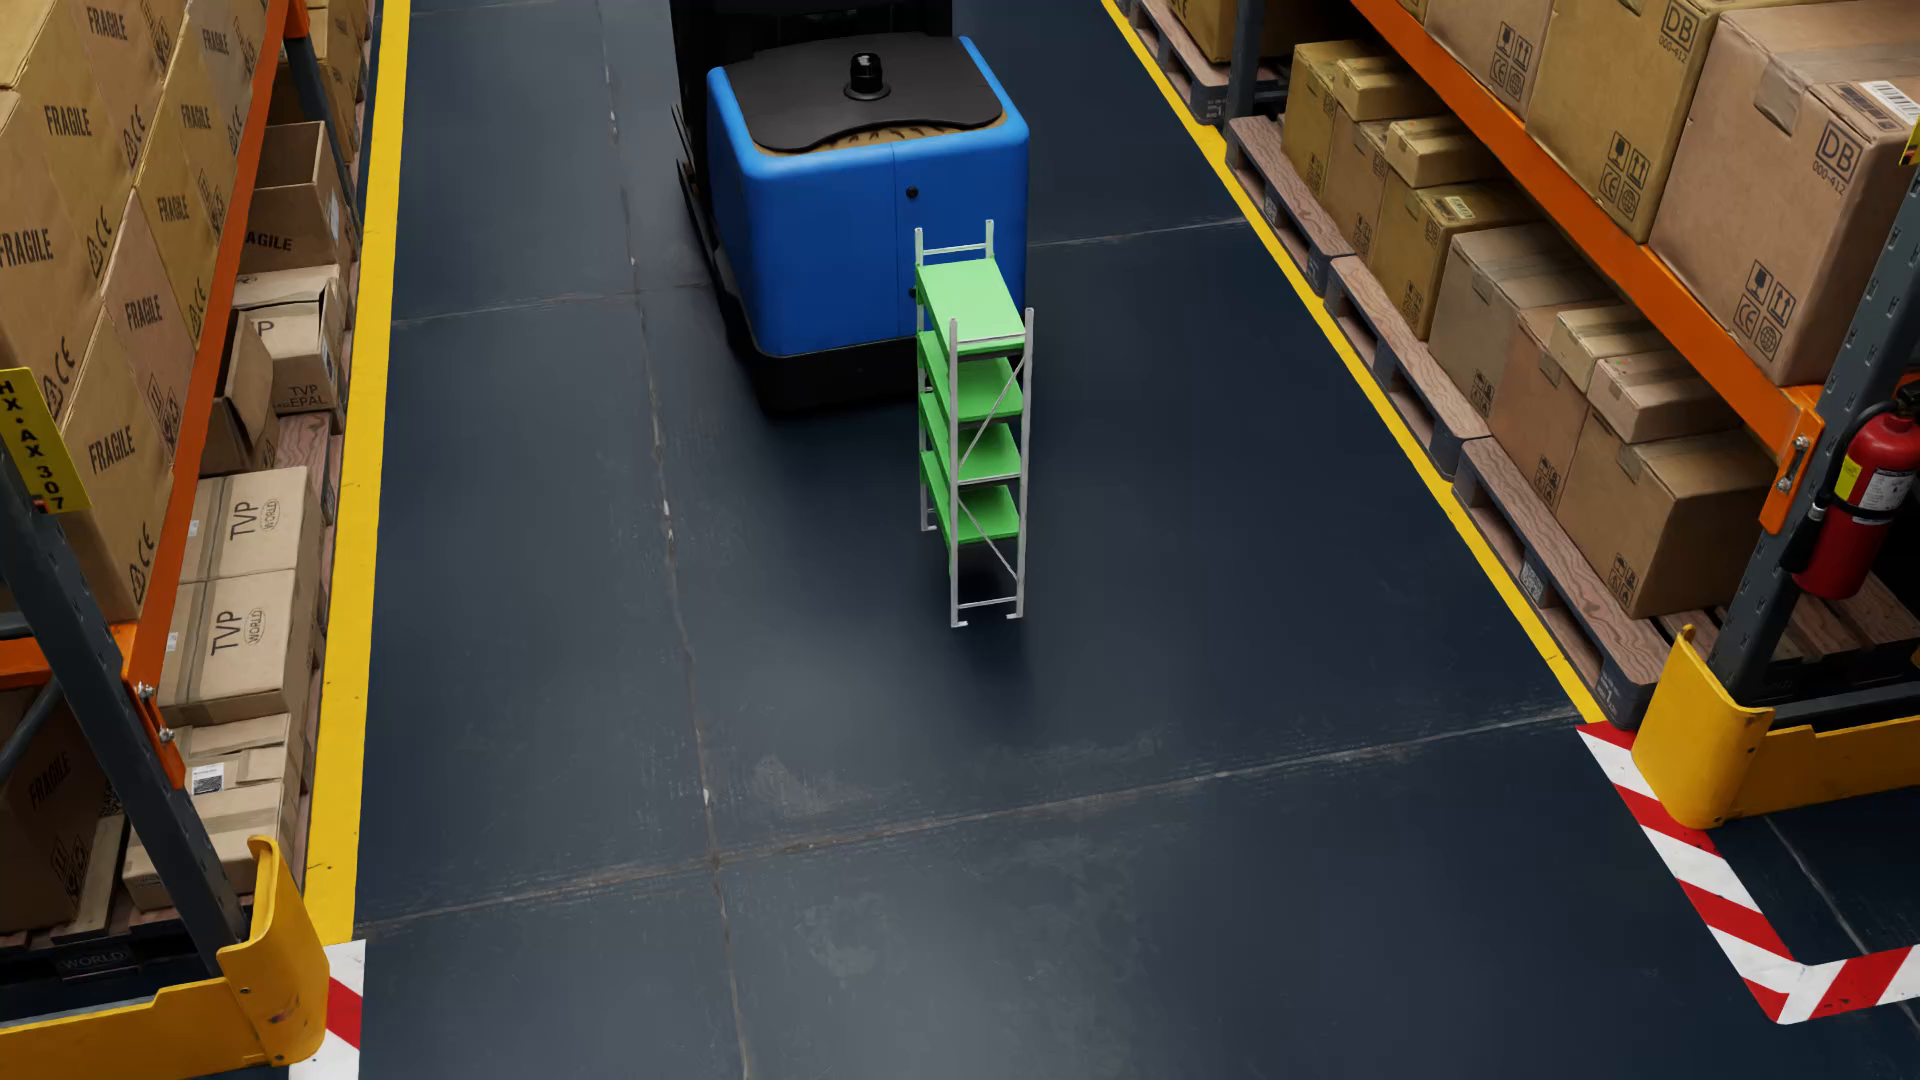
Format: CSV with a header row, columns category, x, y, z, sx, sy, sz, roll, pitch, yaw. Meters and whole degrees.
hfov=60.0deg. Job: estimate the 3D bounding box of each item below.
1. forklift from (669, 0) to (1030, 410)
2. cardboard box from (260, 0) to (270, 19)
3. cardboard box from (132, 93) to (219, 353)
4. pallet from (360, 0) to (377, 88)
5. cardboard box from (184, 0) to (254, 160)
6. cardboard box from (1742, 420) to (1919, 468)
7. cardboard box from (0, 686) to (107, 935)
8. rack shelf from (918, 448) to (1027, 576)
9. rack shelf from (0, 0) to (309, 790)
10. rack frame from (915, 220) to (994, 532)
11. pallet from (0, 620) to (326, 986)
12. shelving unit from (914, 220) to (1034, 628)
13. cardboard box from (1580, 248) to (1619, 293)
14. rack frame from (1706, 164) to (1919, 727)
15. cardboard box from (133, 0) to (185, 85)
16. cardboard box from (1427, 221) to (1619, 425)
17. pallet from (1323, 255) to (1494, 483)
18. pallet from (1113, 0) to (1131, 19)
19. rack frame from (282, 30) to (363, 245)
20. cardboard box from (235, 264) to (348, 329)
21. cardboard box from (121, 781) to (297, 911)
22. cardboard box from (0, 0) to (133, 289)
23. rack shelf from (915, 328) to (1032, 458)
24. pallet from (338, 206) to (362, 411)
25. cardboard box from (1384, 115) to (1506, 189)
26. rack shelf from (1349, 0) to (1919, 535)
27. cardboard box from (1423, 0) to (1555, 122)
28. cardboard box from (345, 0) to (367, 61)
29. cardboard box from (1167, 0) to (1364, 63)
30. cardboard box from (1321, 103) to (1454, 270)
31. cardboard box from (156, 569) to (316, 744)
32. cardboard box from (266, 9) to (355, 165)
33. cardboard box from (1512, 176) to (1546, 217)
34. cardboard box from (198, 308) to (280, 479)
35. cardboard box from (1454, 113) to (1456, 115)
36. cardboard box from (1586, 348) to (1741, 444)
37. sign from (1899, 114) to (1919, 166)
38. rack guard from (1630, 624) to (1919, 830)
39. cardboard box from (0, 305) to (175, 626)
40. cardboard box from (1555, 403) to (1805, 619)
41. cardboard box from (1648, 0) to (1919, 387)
category,x,y,z,sx,sy,sz,roll,pitch,yaw
forklift,-0.636,-2.569,6.436,1.130,2.935,3.031,-11,43,-12
cardboard box,-2.728,-2.117,5.800,0.500,0.500,0.500,-8,42,-9
cardboard box,-2.283,-0.796,4.312,0.500,0.500,0.500,-8,42,-9
pallet,-3.565,-2.638,8.563,1.003,0.211,1.213,-8,42,-9
cardboard box,-2.502,-1.451,5.049,0.500,0.500,0.500,-7,42,-8
cardboard box,2.587,-0.338,4.950,0.380,0.149,0.250,-8,42,-9
cardboard box,-2.581,0.679,4.277,0.500,0.500,0.500,-8,42,-9
rack shelf,0.036,-0.114,5.433,0.258,0.148,0.480,-8,42,-9
rack shelf,-2.654,-0.802,4.935,1.077,0.370,4.000,-8,42,-9
rack frame,-0.017,-0.500,5.409,0.240,1.200,0.015,-8,42,-9
pallet,-2.412,0.703,4.799,1.003,0.211,1.213,-8,42,-9
shelving unit,0.036,-0.341,5.231,0.258,1.200,0.503,-8,42,-9
cardboard box,2.368,-0.994,5.688,0.380,0.149,0.250,-8,42,-9
rack frame,2.613,-0.486,4.038,1.000,3.000,0.127,-8,42,-9
cardboard box,-2.395,-1.503,4.355,0.500,0.500,0.500,-9,42,-10
cardboard box,2.147,-0.798,5.956,0.700,0.500,0.500,-10,42,-11
pallet,2.105,-0.740,6.425,1.003,0.211,1.213,-8,42,-9
pallet,1.243,-3.318,9.329,1.003,0.211,1.213,-8,42,-9
rack frame,-3.086,-2.367,6.157,1.000,3.000,0.127,-8,42,-9
cardboard box,-2.547,-0.902,6.323,0.380,0.149,0.250,-8,42,-9
cardboard box,-1.977,0.807,4.398,0.380,0.149,0.250,-8,42,-9
cardboard box,-2.181,-0.849,3.618,0.500,0.500,0.500,-8,42,-9
rack shelf,0.036,-0.473,5.114,0.258,0.148,0.480,-8,42,-9
pallet,-2.939,-0.879,6.581,1.003,0.211,1.213,-8,42,-9
cardboard box,1.820,-1.458,6.211,0.380,0.149,0.250,-9,42,-11
rack shelf,2.182,-1.514,5.738,1.077,0.370,4.000,-8,42,-9
cardboard box,2.170,-1.893,5.397,0.980,0.700,0.700,-10,43,-11
cardboard box,-3.179,-2.614,7.987,0.500,0.500,0.500,-8,42,-9
cardboard box,1.483,-2.835,7.987,0.750,0.750,0.750,-8,42,-9
cardboard box,1.917,-1.476,6.720,0.700,0.500,0.500,-9,42,-10
cardboard box,-2.171,0.372,4.811,0.500,0.250,0.500,-8,42,-9
cardboard box,-2.952,-1.945,7.233,0.500,0.500,0.500,-10,43,-11
cardboard box,2.257,-1.324,6.060,0.380,0.149,0.250,-9,42,-10
cardboard box,-2.675,-0.381,5.469,0.797,0.503,0.637,-8,42,-9
cardboard box,2.147,-1.655,6.433,0.380,0.149,0.250,-10,42,-11
cardboard box,2.159,-0.448,5.073,0.380,0.149,0.250,-9,42,-10
sign,2.081,-0.939,3.498,0.100,0.325,0.005,-8,42,-9
rack guard,2.619,0.464,4.851,1.175,0.500,0.348,-8,42,-9
cardboard box,-2.061,-0.137,3.569,0.500,0.500,0.500,-8,42,-8
cardboard box,2.365,-0.148,5.224,0.700,0.500,0.500,-8,42,-9
cardboard box,2.494,-0.928,4.310,0.980,0.700,0.700,-7,42,-7
